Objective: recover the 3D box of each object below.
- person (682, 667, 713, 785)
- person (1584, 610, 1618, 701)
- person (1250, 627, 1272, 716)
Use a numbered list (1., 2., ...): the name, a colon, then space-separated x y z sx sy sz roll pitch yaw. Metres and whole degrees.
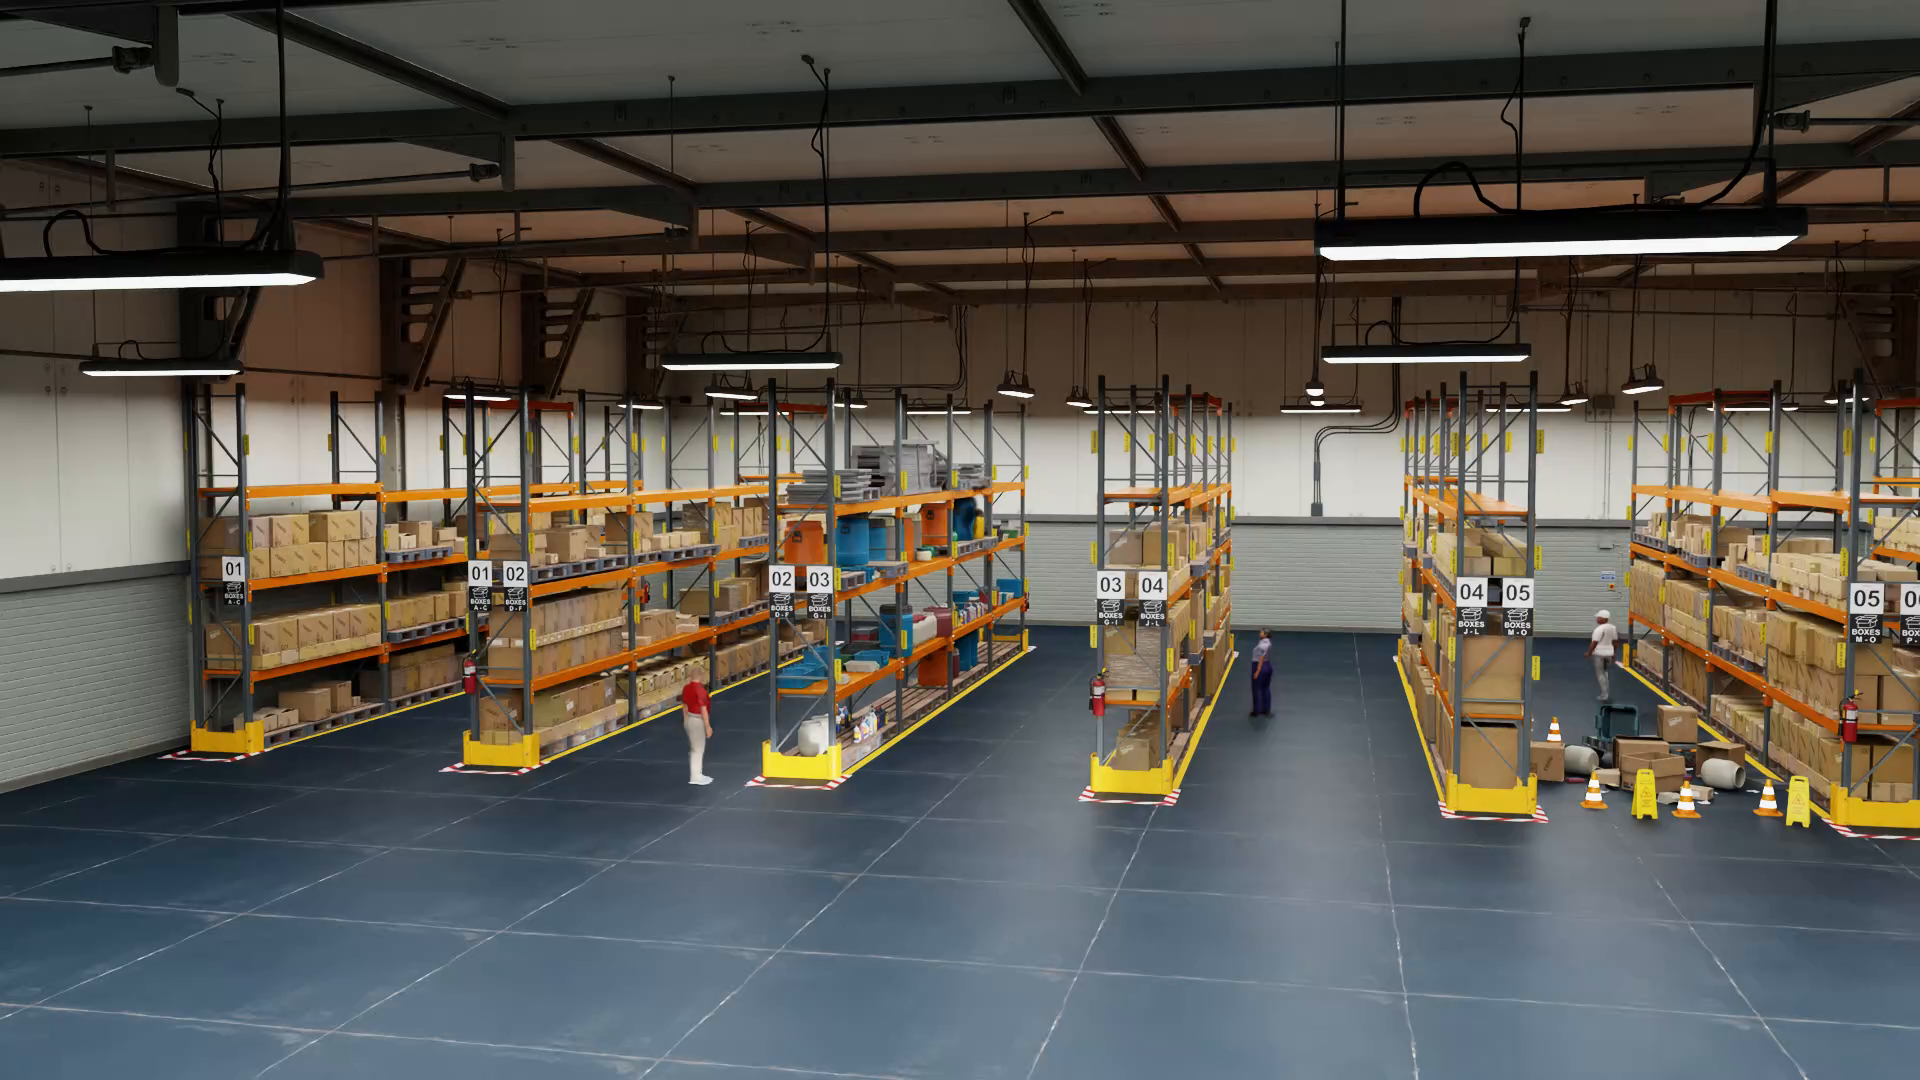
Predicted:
1. person: -3.851 2.746 24.605 0.439 1.742 0.604 -1 4 -24
2. person: 12.529 2.265 32.446 0.645 1.807 0.609 0 3 -6
3. person: 5.576 2.432 30.745 0.387 1.657 0.503 3 4 41
